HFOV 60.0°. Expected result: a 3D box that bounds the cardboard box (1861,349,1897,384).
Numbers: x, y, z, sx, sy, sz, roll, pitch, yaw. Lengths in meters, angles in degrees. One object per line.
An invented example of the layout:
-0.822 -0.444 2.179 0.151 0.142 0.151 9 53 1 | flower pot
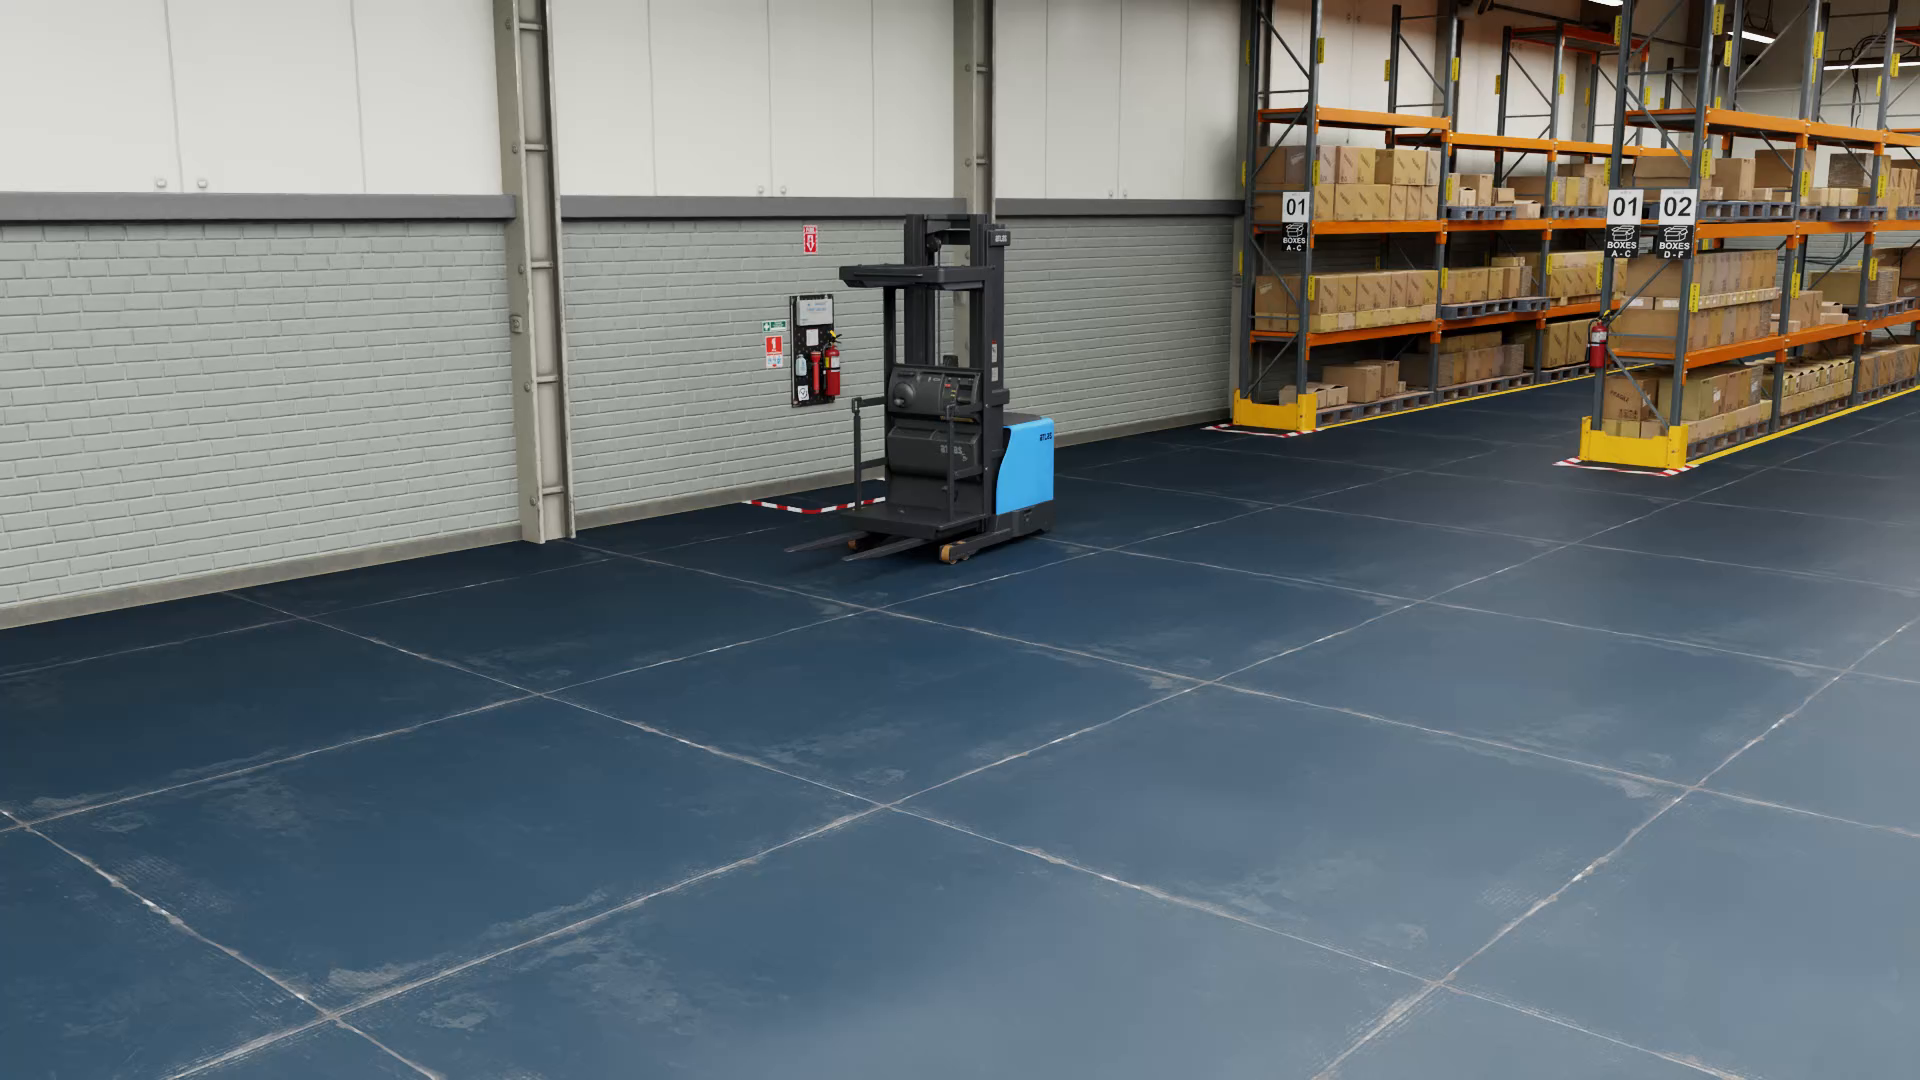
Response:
14.852 -2.823 26.984 0.500 0.500 0.500 9 14 38 | cardboard box

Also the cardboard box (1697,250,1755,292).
9.727 -3.457 21.333 0.700 0.500 0.500 10 15 40 | cardboard box

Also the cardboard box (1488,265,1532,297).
9.293 -4.409 28.287 0.700 0.500 0.500 8 14 34 | cardboard box

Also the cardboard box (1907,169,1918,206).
15.572 -5.873 27.757 0.600 0.600 0.600 8 14 35 | cardboard box

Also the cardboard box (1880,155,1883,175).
13.949 -5.723 25.780 0.500 0.500 0.500 10 15 40 | cardboard box

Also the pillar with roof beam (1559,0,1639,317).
15.283 -7.403 29.340 9.100 9.000 0.548 10 15 40 | pillar with roof beam

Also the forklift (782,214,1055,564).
-0.345 -1.336 14.455 1.130 2.935 3.031 7 13 33 | forklift

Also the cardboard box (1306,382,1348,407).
5.216 -2.109 23.891 0.500 0.311 0.500 -11 15 -43 | cardboard box

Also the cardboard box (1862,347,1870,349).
14.778 -2.961 27.675 0.500 0.500 0.500 10 15 41 | cardboard box

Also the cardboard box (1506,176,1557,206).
9.867 -6.028 28.733 0.700 0.500 0.500 8 14 36 | cardboard box

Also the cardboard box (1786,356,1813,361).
12.753 -2.668 25.466 0.500 0.311 0.500 10 15 42 | cardboard box

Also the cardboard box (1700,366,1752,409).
9.871 -1.969 21.482 0.500 0.500 0.500 10 15 40 | cardboard box

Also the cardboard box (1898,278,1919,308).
16.501 -4.252 28.624 0.500 0.500 0.500 10 15 42 | cardboard box

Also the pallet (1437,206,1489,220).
7.443 -5.082 25.856 1.213 0.211 1.003 10 15 40 | pallet

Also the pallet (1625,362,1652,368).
12.797 -3.537 32.421 1.003 0.211 1.213 10 15 40 | pallet

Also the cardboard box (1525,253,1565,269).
10.108 -4.825 28.767 0.500 0.250 0.500 10 15 42 | cardboard box

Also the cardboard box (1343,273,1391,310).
5.867 -3.597 24.018 0.500 0.500 0.500 10 15 42 | cardboard box

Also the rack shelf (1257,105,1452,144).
5.635 -5.919 23.756 1.077 0.370 4.000 10 15 40 | rack shelf

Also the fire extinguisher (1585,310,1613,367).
7.612 -2.402 19.817 0.296 0.674 0.183 10 15 40 | fire extinguisher

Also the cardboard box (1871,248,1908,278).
16.099 -4.810 28.867 0.500 0.500 0.500 10 15 41 | cardboard box

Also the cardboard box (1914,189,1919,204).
16.468 -5.845 28.304 0.500 0.250 0.500 10 15 40 | cardboard box

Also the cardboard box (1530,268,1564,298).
10.109 -4.458 28.844 0.500 0.500 0.500 10 15 42 | cardboard box

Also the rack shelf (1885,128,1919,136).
17.280 -7.045 29.391 1.077 0.370 4.000 10 15 40 | rack shelf

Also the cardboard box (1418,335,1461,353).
7.717 -3.159 26.754 0.500 0.250 0.500 9 15 39 | cardboard box

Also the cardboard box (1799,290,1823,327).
12.224 -3.375 24.232 0.500 0.500 0.500 9 14 37 | cardboard box

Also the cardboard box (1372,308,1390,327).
5.884 -3.231 24.100 0.500 0.250 0.500 10 15 41 | cardboard box

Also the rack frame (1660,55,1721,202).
14.877 -8.333 33.998 1.000 3.000 0.127 10 15 40 | rack frame

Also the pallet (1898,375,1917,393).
15.451 -2.671 28.085 1.003 0.211 1.213 10 15 40 | pallet

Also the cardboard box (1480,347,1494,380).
8.426 -2.954 27.642 0.700 0.500 0.500 10 15 40 | cardboard box

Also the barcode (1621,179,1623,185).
7.876 -4.260 19.779 0.001 0.075 0.075 10 15 40 | barcode

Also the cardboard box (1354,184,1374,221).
5.445 -4.735 23.336 0.500 0.500 0.500 11 16 43 | cardboard box

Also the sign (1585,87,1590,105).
11.836 -8.356 31.322 0.100 0.325 0.005 10 15 40 | sign

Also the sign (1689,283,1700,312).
8.452 -2.788 19.139 0.100 0.325 0.005 10 15 40 | sign

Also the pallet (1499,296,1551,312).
9.206 -4.002 28.117 1.213 0.211 1.003 10 15 40 | pallet

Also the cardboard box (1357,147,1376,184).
5.451 -5.227 23.244 0.500 0.500 0.500 10 15 42 | cardboard box

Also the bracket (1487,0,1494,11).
8.629 -8.857 27.431 0.235 0.232 0.430 10 15 40 | bracket

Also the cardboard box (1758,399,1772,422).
10.537 -1.747 22.287 0.500 0.250 0.500 10 15 40 | cardboard box

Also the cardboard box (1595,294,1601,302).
11.531 -4.457 30.497 0.380 0.149 0.250 10 15 40 | cardboard box

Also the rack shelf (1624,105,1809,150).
9.359 -5.085 20.591 1.077 0.370 4.000 10 15 40 | rack shelf

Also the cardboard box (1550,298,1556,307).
10.160 -4.156 28.988 0.380 0.149 0.250 10 15 41 | cardboard box

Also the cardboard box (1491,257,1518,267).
9.190 -4.693 28.056 0.380 0.149 0.250 7 13 31 | cardboard box

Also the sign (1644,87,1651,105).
12.652 -8.173 30.610 0.100 0.325 0.005 10 15 40 | sign

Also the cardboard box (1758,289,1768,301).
10.325 -3.211 21.754 0.380 0.149 0.250 9 15 39 | cardboard box

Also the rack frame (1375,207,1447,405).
6.956 -3.626 25.746 1.000 3.000 0.127 10 15 40 | rack frame

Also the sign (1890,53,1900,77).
13.739 -6.981 24.437 0.100 0.325 0.005 10 15 40 | sign

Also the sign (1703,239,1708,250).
15.275 -6.003 34.087 0.100 0.325 0.005 10 15 40 | sign

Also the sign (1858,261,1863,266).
15.547 -4.657 28.696 0.100 0.325 0.005 10 15 40 | sign

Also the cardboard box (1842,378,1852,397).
13.155 -2.323 25.171 0.500 0.250 0.500 10 15 42 | cardboard box

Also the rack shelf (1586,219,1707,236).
13.557 -6.215 32.889 1.077 0.370 4.000 10 15 40 | rack shelf

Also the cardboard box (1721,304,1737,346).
9.376 -2.742 21.063 0.700 0.500 0.500 10 15 42 | cardboard box

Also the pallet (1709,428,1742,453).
9.318 -1.327 21.354 1.003 0.211 1.213 10 15 40 | pallet

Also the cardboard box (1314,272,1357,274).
5.477 -3.662 24.343 0.500 0.500 0.500 10 15 41 | cardboard box

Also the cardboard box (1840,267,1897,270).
15.073 -4.268 27.632 0.500 0.500 0.700 -9 15 -39 | cardboard box

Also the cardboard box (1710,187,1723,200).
8.948 -4.170 20.024 0.380 0.149 0.250 10 15 40 | cardboard box

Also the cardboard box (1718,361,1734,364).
10.138 -2.184 22.558 0.500 0.500 0.500 10 15 40 | cardboard box

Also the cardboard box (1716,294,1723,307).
9.140 -2.947 20.433 0.380 0.149 0.250 9 14 38 | cardboard box

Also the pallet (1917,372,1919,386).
16.414 -2.896 29.213 1.003 0.211 1.213 10 15 40 | pallet

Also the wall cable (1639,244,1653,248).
15.012 -6.200 36.041 0.084 1.984 1.851 10 15 40 | wall cable

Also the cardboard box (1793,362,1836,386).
12.485 -2.447 24.359 0.500 0.311 0.500 10 15 40 | cardboard box

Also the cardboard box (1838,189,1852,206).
12.730 -5.024 24.400 0.500 0.250 0.500 10 15 42 | cardboard box
